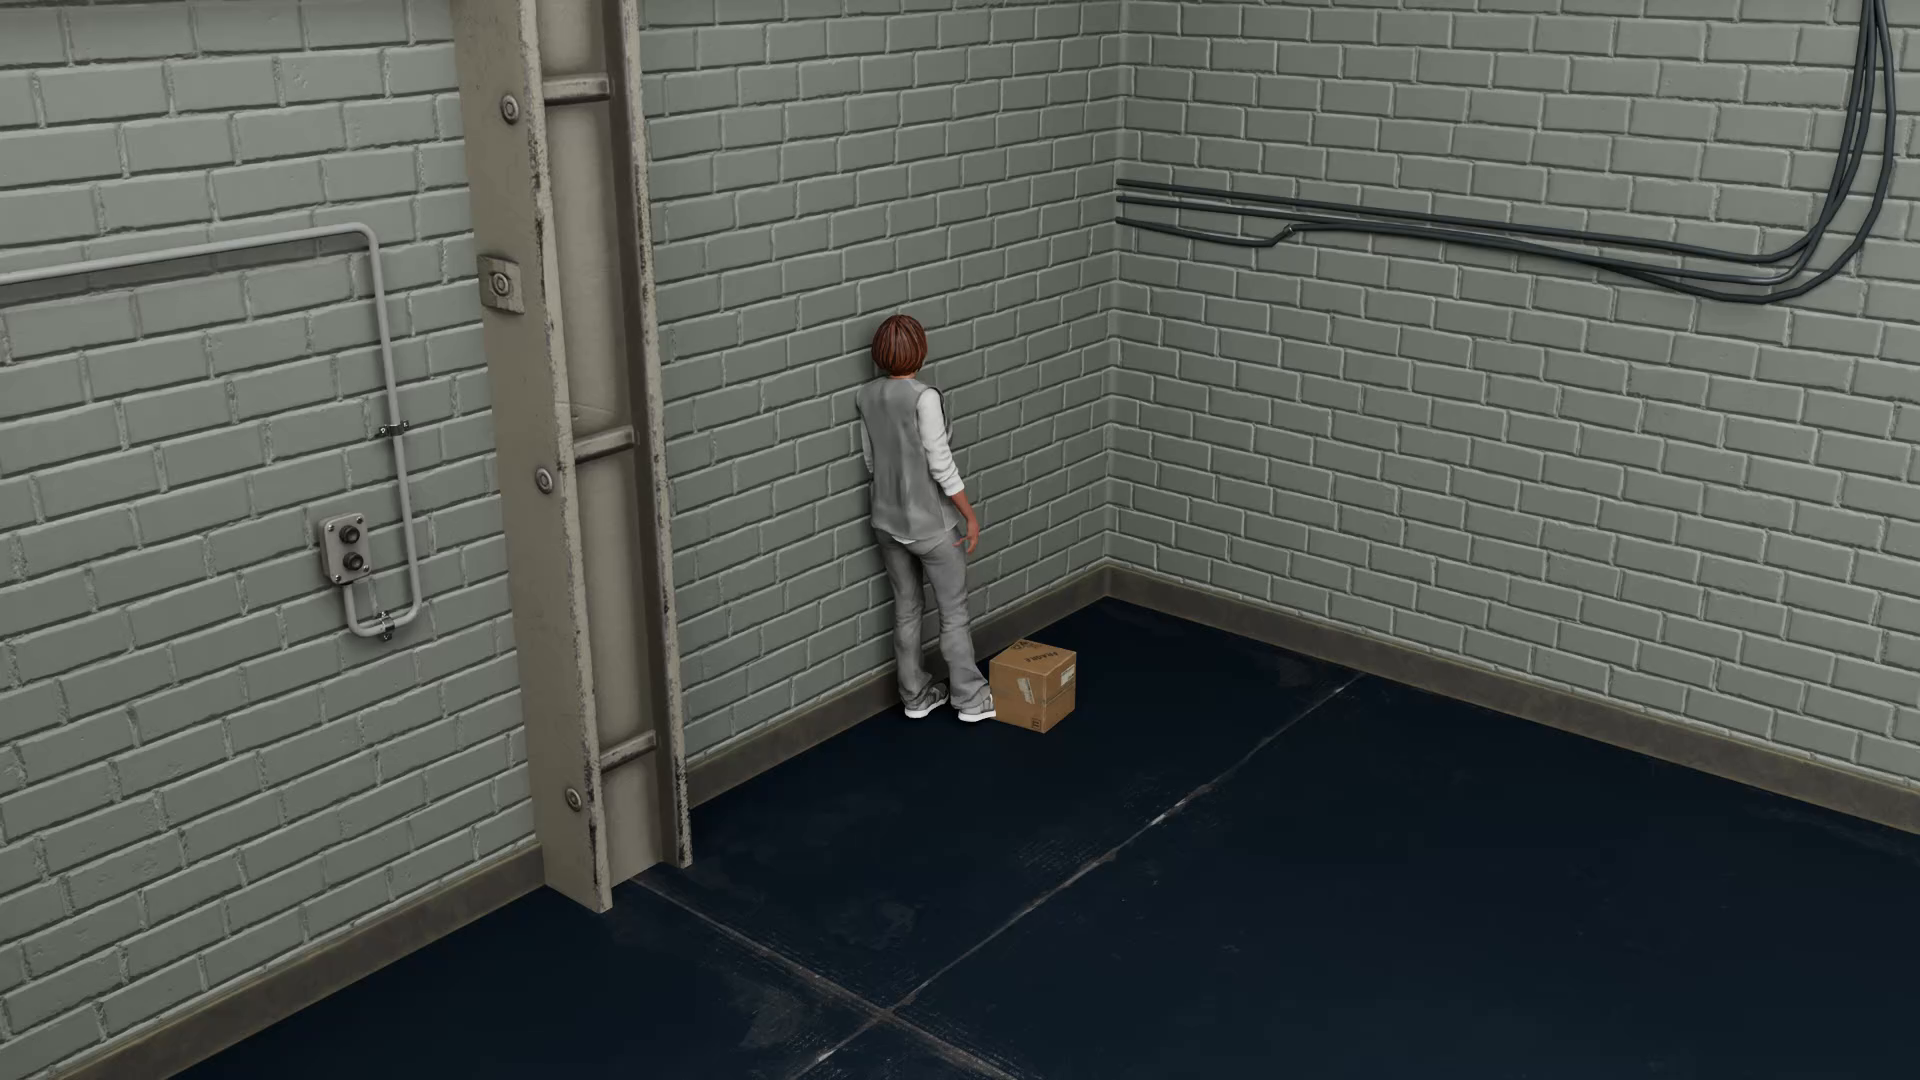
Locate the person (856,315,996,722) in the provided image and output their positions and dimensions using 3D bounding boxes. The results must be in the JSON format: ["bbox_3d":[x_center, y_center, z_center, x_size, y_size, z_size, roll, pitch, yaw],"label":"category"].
[{"bbox_3d":[-0.108,-0.078,6.275,0.521,1.597,0.474,16,26,36],"label":"person"}]
